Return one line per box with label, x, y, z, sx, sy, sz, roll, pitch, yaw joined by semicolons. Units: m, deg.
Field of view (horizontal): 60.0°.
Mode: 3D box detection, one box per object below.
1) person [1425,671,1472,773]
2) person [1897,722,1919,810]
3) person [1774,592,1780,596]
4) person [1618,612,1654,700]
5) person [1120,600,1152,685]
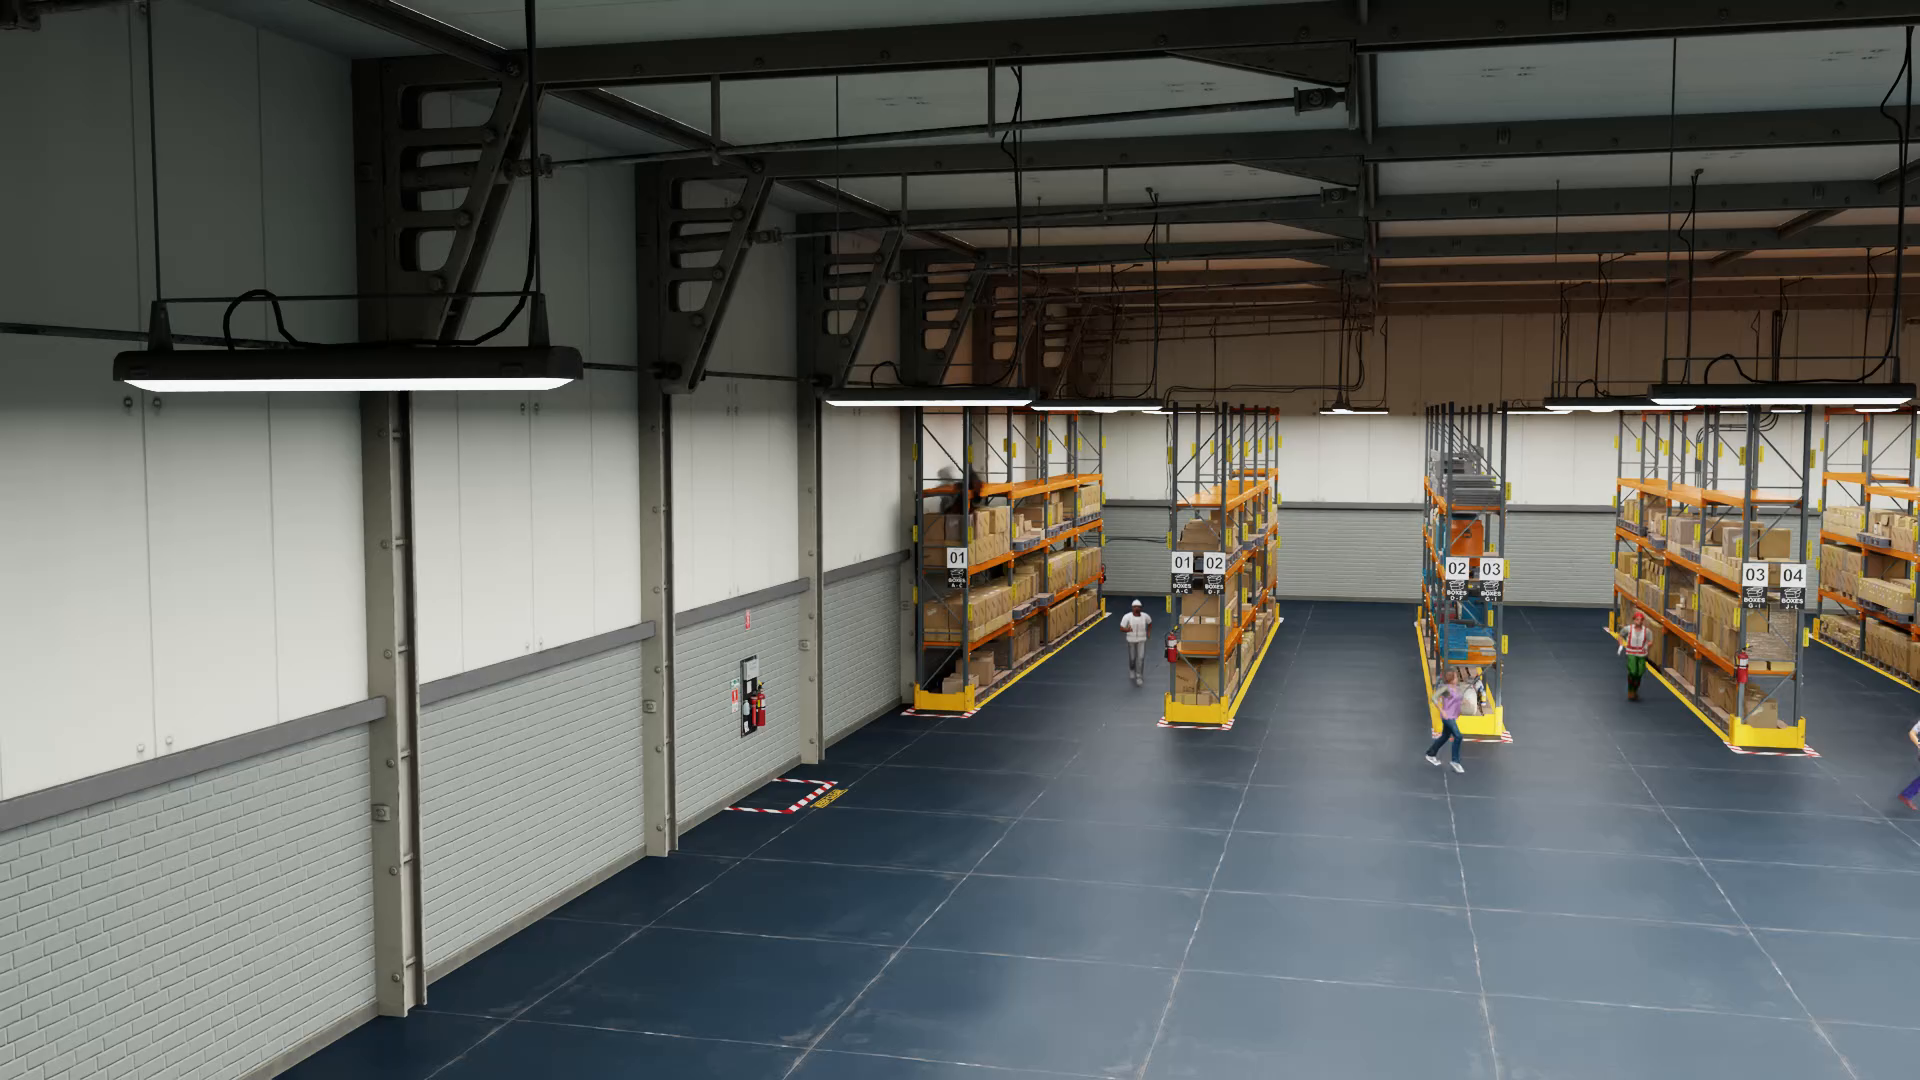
person;7.918;2.932;26.976;0.735;1.646;0.522;3;5;33
person;13.893;3.131;23.762;0.895;1.671;0.594;4;6;43
person;21.098;1.666;43.682;0.809;1.629;0.681;-2;5;-29
person;13.674;2.349;33.631;0.649;1.776;0.785;1;4;11
person;3.788;2.171;35.700;0.701;1.765;0.917;0;4;2
